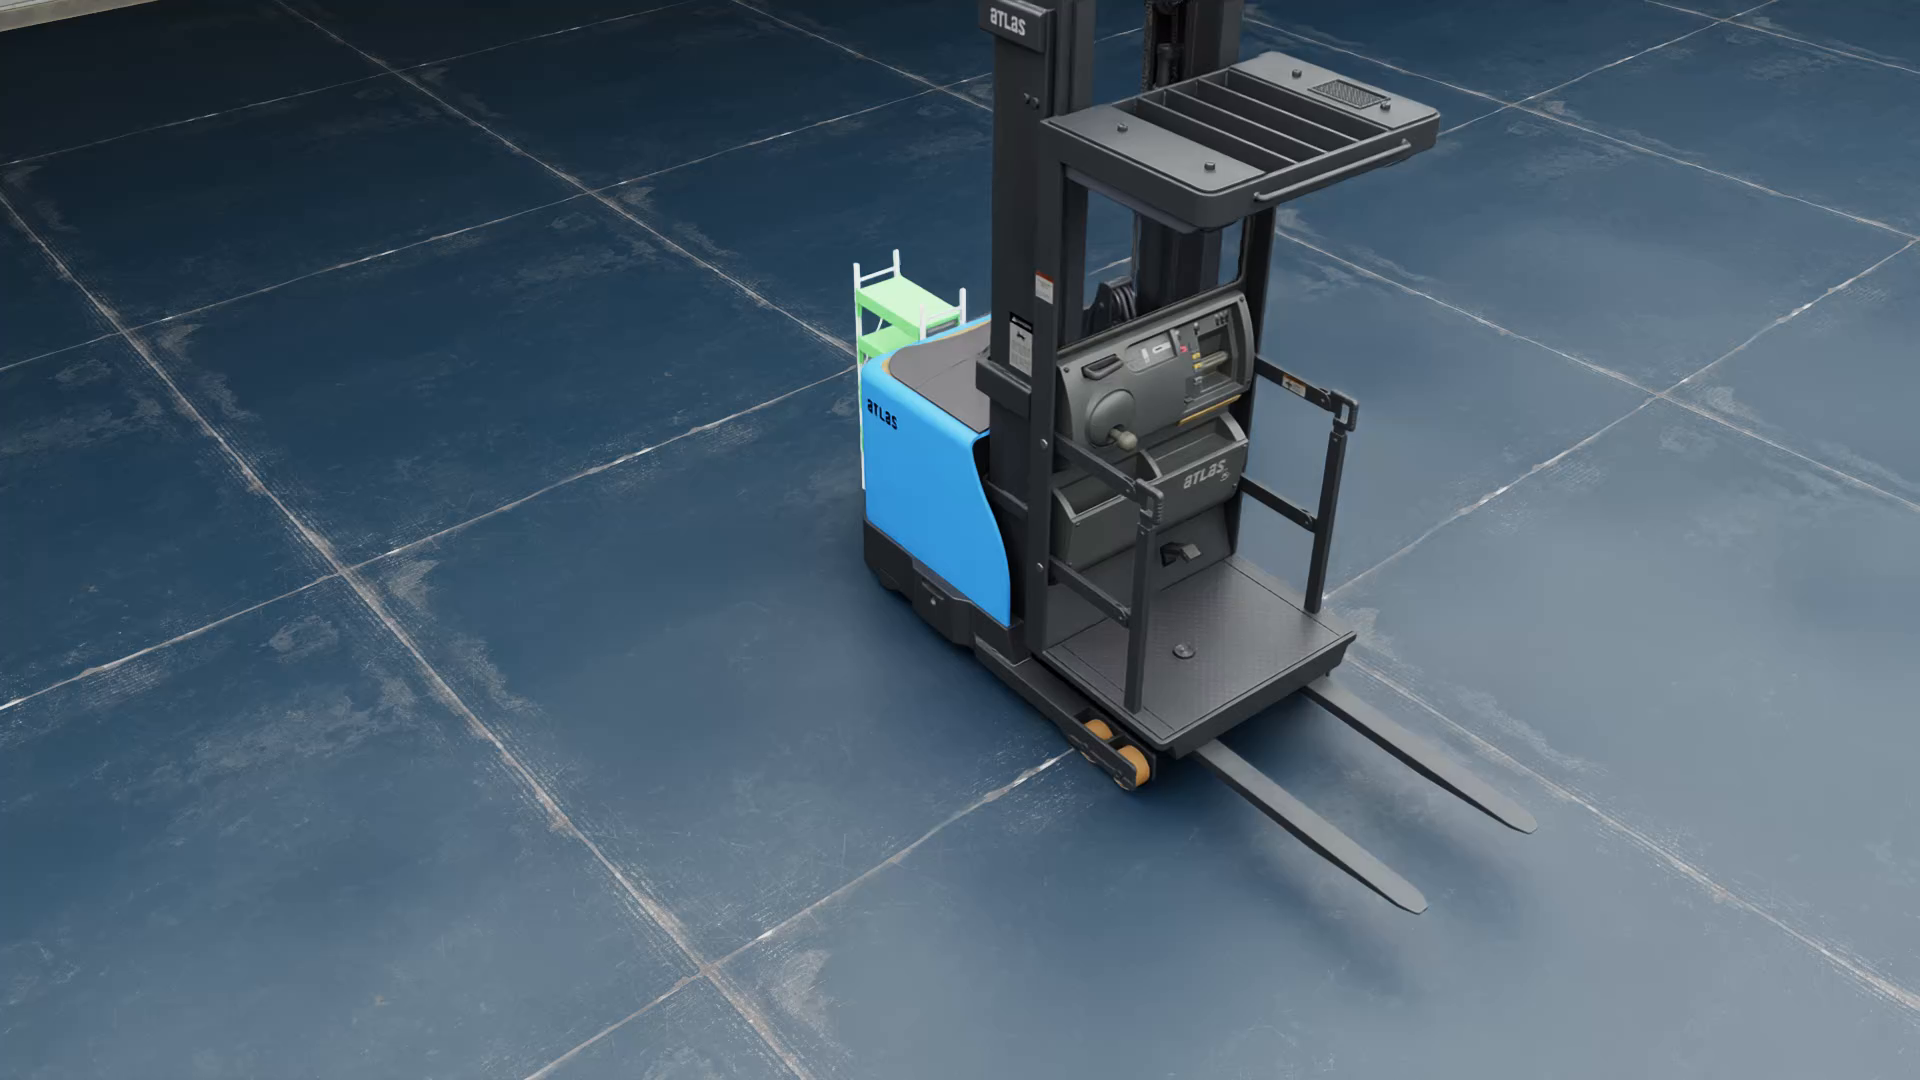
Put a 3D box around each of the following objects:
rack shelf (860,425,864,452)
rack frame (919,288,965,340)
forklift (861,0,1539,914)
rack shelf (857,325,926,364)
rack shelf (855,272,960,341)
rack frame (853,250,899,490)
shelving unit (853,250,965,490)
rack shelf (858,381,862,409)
[{"bbox_3d":[-0.226,-0.420,7.831,0.258,0.148,0.480,-24,42,-30],"label":"rack shelf"},{"bbox_3d":[-0.076,-0.557,7.499,0.240,1.200,0.015,-24,42,-30],"label":"rack frame"},{"bbox_3d":[0.871,-0.565,6.011,1.130,2.935,3.031,-24,42,-30],"label":"forklift"},{"bbox_3d":[-0.226,-0.812,7.554,0.258,0.148,0.480,-24,42,-30],"label":"rack shelf"},{"bbox_3d":[-0.226,-1.008,7.415,0.258,0.148,0.480,-24,42,-30],"label":"rack shelf"},{"bbox_3d":[-0.376,-0.780,7.813,0.240,1.200,0.015,-24,42,-30],"label":"rack frame"},{"bbox_3d":[-0.226,-0.668,7.656,0.258,1.200,0.503,-24,42,-30],"label":"shelving unit"},{"bbox_3d":[-0.226,-0.616,7.693,0.258,0.148,0.480,-24,42,-30],"label":"rack shelf"}]
